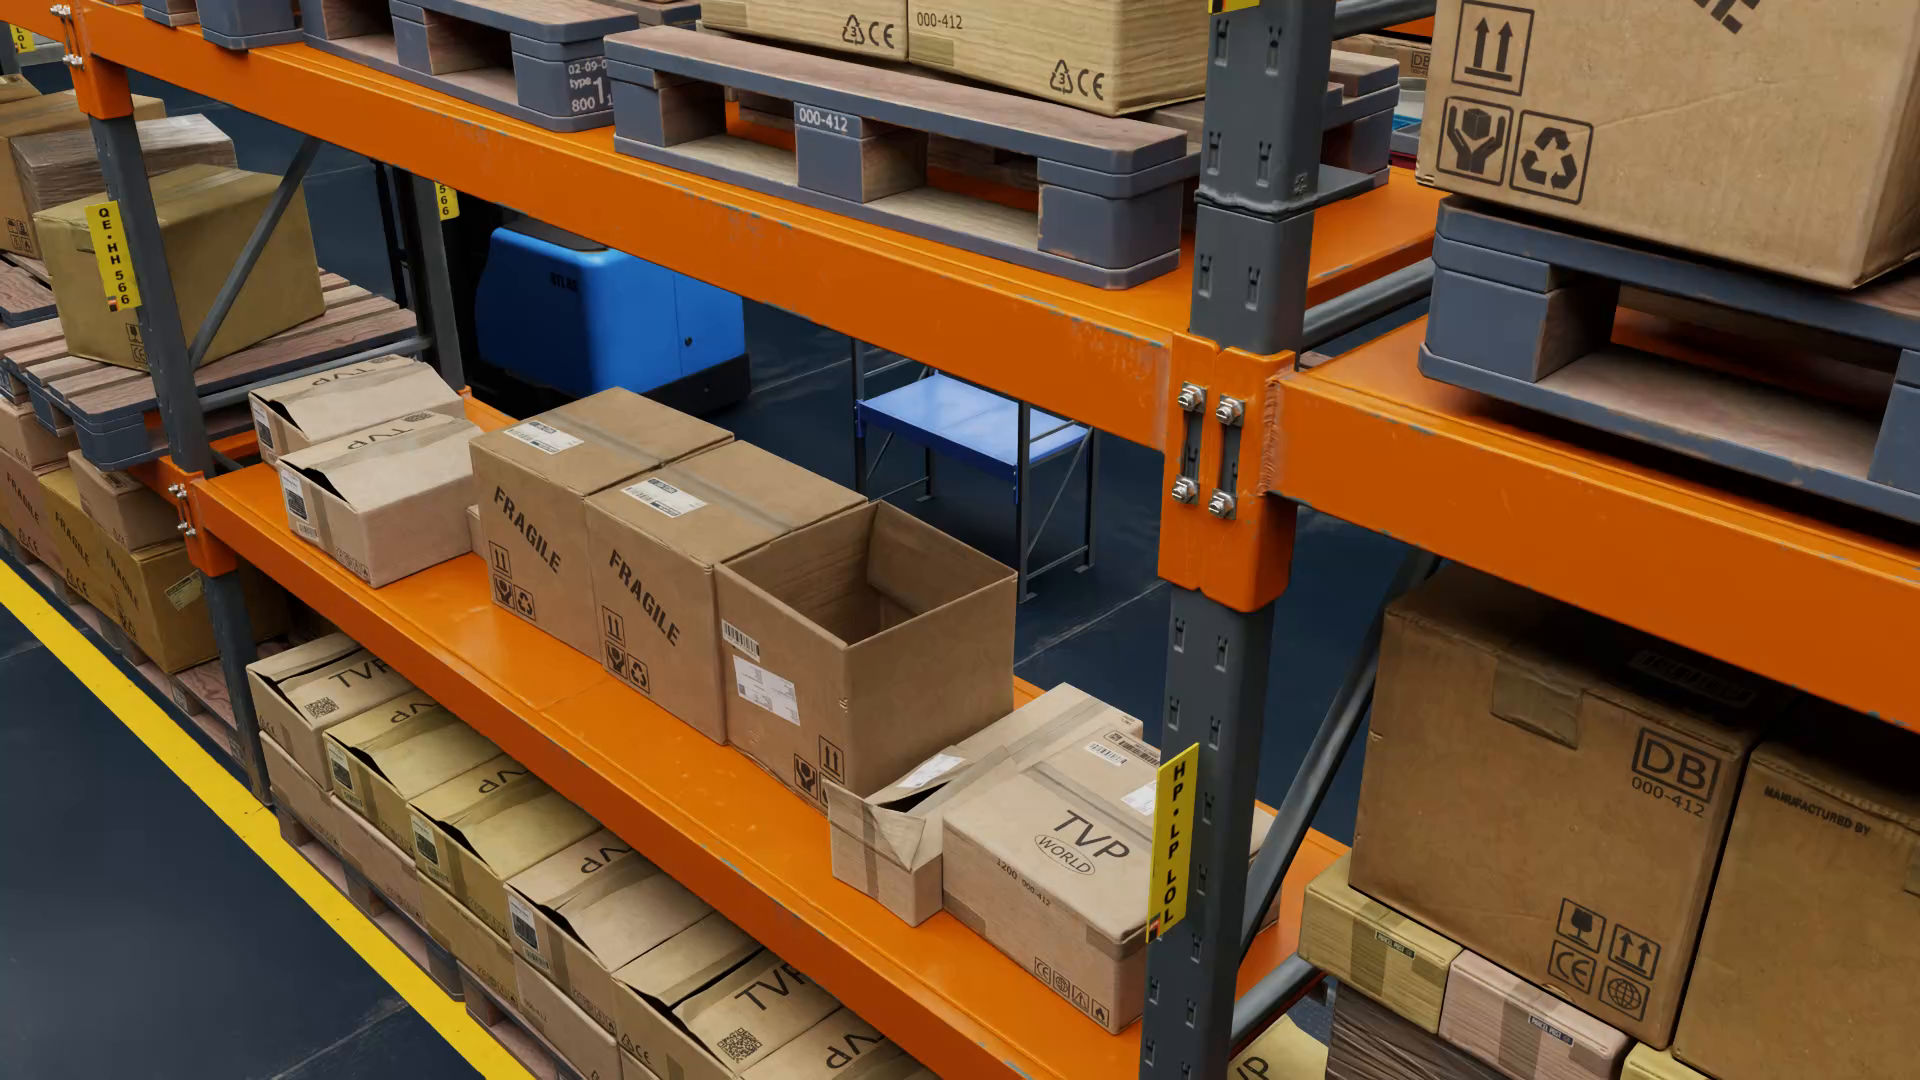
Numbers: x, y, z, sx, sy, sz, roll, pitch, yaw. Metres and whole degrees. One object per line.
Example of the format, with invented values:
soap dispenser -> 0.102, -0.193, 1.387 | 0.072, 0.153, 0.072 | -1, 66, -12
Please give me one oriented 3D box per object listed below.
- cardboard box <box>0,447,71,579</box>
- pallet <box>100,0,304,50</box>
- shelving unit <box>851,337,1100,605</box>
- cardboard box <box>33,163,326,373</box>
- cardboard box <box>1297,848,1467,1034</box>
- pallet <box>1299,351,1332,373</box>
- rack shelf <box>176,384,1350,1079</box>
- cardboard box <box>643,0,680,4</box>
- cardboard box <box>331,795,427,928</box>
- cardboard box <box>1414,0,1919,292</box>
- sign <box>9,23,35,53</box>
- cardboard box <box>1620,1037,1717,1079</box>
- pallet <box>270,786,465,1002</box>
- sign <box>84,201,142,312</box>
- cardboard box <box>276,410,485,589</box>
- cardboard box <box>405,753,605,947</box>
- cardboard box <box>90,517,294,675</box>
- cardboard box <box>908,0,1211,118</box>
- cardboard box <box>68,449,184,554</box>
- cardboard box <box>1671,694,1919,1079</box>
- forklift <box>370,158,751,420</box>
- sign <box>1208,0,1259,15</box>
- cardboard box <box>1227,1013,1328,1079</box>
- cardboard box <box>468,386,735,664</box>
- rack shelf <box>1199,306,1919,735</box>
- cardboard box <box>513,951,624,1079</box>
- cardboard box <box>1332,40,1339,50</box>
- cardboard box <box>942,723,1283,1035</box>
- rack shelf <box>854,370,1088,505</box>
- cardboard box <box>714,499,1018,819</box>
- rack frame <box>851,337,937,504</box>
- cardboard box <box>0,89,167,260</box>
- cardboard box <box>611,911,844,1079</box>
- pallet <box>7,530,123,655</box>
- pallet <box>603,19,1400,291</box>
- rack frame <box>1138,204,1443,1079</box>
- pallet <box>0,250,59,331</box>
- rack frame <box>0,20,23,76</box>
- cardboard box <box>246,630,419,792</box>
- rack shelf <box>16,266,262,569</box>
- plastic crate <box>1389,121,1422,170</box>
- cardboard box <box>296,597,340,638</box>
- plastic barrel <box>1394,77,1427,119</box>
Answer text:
cardboard box -> -3.737, -0.207, 7.134 | 0.500, 0.500, 0.500 | 23, 35, 37
pallet -> -1.612, -1.606, 4.561 | 1.213, 0.211, 1.003 | -23, 36, -37
shelving unit -> 0.061, -0.636, 7.348 | 1.048, 1.500, 0.538 | 25, 36, 38
cardboard box -> -2.686, -0.952, 5.778 | 0.500, 0.500, 0.700 | 12, 30, 22
cardboard box -> 0.750, 0.572, 2.634 | 0.250, 0.149, 0.380 | 25, 36, 38
pallet -> 1.842, -0.696, 8.847 | 1.213, 0.211, 1.003 | 25, 36, 38
rack shelf -> -0.732, 0.417, 4.506 | 4.000, 0.370, 1.077 | 25, 36, 38
cardboard box -> -0.626, -1.340, 3.562 | 0.500, 0.250, 0.500 | 21, 34, 34
cardboard box -> -1.632, 0.910, 5.300 | 0.500, 0.250, 0.500 | 23, 36, 37
cardboard box -> 0.868, -0.616, 1.767 | 0.500, 0.500, 0.500 | -22, 35, -35
sign -> -4.624, -2.557, 8.145 | 0.005, 0.325, 0.100 | 25, 36, 38
cardboard box -> 1.114, 0.738, 2.320 | 0.250, 0.149, 0.380 | 23, 36, 37
pallet -> -1.599, 0.962, 5.693 | 1.213, 0.211, 1.003 | 25, 36, 38
sign -> -2.532, -0.848, 4.980 | 0.005, 0.325, 0.100 | 25, 36, 38
cardboard box -> -1.656, -0.158, 4.923 | 0.500, 0.311, 0.500 | 24, 36, 38
cardboard box -> -1.248, 0.833, 4.843 | 0.500, 0.311, 0.500 | 23, 36, 37
cardboard box -> -2.990, 0.131, 6.491 | 0.500, 0.500, 0.500 | -24, 36, -37
cardboard box -> 0.261, -0.900, 2.725 | 0.500, 0.250, 0.500 | -21, 34, -34
cardboard box -> -3.033, -0.218, 6.349 | 0.500, 0.250, 0.500 | -24, 36, -37
cardboard box -> 1.376, 0.440, 2.188 | 0.500, 0.500, 0.700 | 24, 36, 38
forklift -> -2.599, -2.319, 9.012 | 3.031, 2.935, 1.130 | 21, 35, 35
sign -> 0.321, -0.761, 1.857 | 0.005, 0.325, 0.100 | 25, 36, 38
cardboard box -> 0.574, 1.317, 3.923 | 0.500, 0.311, 0.500 | 25, 37, 39
cardboard box -> -0.950, -0.056, 4.526 | 0.500, 0.500, 0.500 | 22, 35, 36
rack shelf -> 2.120, 0.395, 1.326 | 4.000, 0.370, 1.077 | 25, 36, 38
cardboard box -> -0.891, 1.245, 4.663 | 0.500, 0.250, 0.500 | -24, 36, -38
cardboard box -> 3.046, -3.897, 13.770 | 0.875, 0.875, 1.225 | 23, 36, 37
cardboard box -> 0.312, 0.672, 3.410 | 0.500, 0.250, 0.500 | -23, 35, -36
rack shelf -> 0.061, -0.477, 7.432 | 1.000, 0.185, 0.538 | 25, 36, 38
cardboard box -> -0.218, 0.279, 3.888 | 0.500, 0.500, 0.500 | -22, 35, -36
rack frame -> -0.302, -0.802, 7.663 | 0.032, 1.500, 0.500 | 25, 36, 38
cardboard box -> -3.707, -1.533, 6.884 | 0.500, 0.500, 0.700 | 15, 31, 26
cardboard box -> -0.525, 1.166, 4.210 | 0.500, 0.311, 0.500 | 24, 36, 38
pallet -> -3.530, 0.027, 7.473 | 1.213, 0.211, 1.003 | 25, 36, 38
pallet -> 0.056, -0.775, 2.983 | 1.217, 0.209, 0.805 | 23, 35, 36
rack frame -> 0.694, 0.752, 3.098 | 0.127, 3.000, 1.000 | 25, 36, 38
pallet -> -3.548, -1.102, 6.828 | 1.213, 0.211, 1.003 | 25, 36, 38
rack frame -> -5.011, -1.859, 8.062 | 0.127, 3.000, 1.000 | 25, 36, 38
cardboard box -> -1.991, 0.498, 5.481 | 0.500, 0.311, 0.500 | -24, 36, -38
rack shelf -> -3.584, -0.888, 6.988 | 4.000, 0.370, 1.077 | 25, 36, 38
plastic crate -> 2.255, -1.596, 7.493 | 0.583, 0.464, 0.402 | 25, 36, 38
cardboard box -> -2.282, 0.115, 6.522 | 0.500, 0.500, 0.500 | -23, 36, -37
plastic barrel -> 2.200, -1.981, 8.174 | 0.421, 0.512, 0.421 | 0, 28, 0
